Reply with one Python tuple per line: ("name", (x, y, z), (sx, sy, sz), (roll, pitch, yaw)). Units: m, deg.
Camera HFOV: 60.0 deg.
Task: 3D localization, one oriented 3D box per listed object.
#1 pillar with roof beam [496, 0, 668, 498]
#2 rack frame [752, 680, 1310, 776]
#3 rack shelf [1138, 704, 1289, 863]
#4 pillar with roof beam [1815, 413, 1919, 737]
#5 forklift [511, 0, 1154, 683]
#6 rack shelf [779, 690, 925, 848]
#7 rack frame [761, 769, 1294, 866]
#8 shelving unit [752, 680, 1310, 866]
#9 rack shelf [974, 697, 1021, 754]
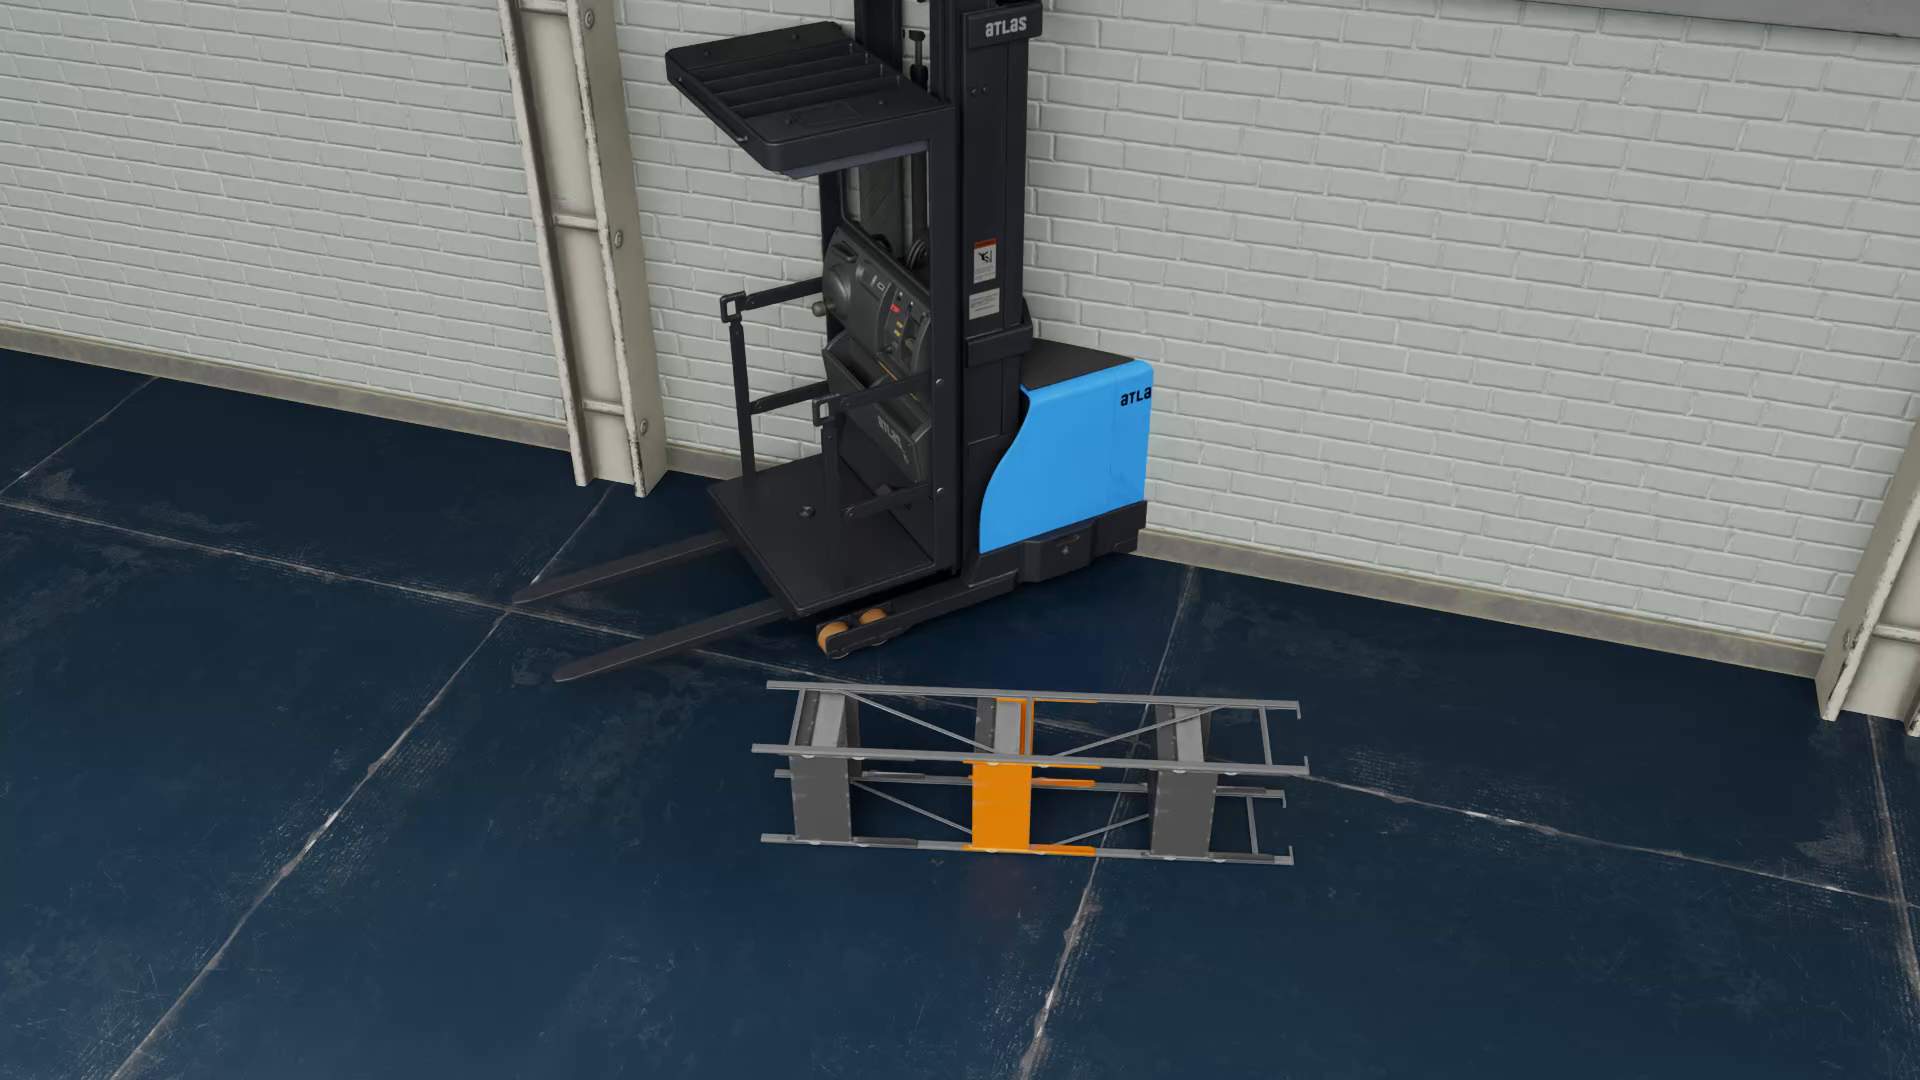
("pillar with roof beam", (-3.046, -1.528, 2.734), (0.400, 9.000, 9.100), (10, 38, 14))
("rack frame", (0.269, 0.720, 6.424), (2.100, 0.015, 0.400), (2, 36, 3))
("rack shelf", (0.982, 0.941, 6.535), (0.518, 0.480, 0.431), (2, 36, 3))
("pillar with roof beam", (2.681, -0.467, 1.293), (0.400, 9.000, 9.100), (10, 38, 14))
("forklift", (-0.547, -1.003, 7.140), (3.031, 2.935, 1.130), (-18, 40, -23))
("rack shelf", (-0.416, 0.893, 6.601), (0.518, 0.480, 0.431), (2, 36, 3))
("rack frame", (0.269, 1.113, 6.714), (2.100, 0.015, 0.400), (2, 36, 3))
("shelving unit", (0.269, 0.917, 6.569), (2.100, 0.503, 0.431), (2, 36, 3))
("rack shelf", (0.146, 0.912, 6.575), (0.174, 0.457, 0.368), (2, 36, 3))
